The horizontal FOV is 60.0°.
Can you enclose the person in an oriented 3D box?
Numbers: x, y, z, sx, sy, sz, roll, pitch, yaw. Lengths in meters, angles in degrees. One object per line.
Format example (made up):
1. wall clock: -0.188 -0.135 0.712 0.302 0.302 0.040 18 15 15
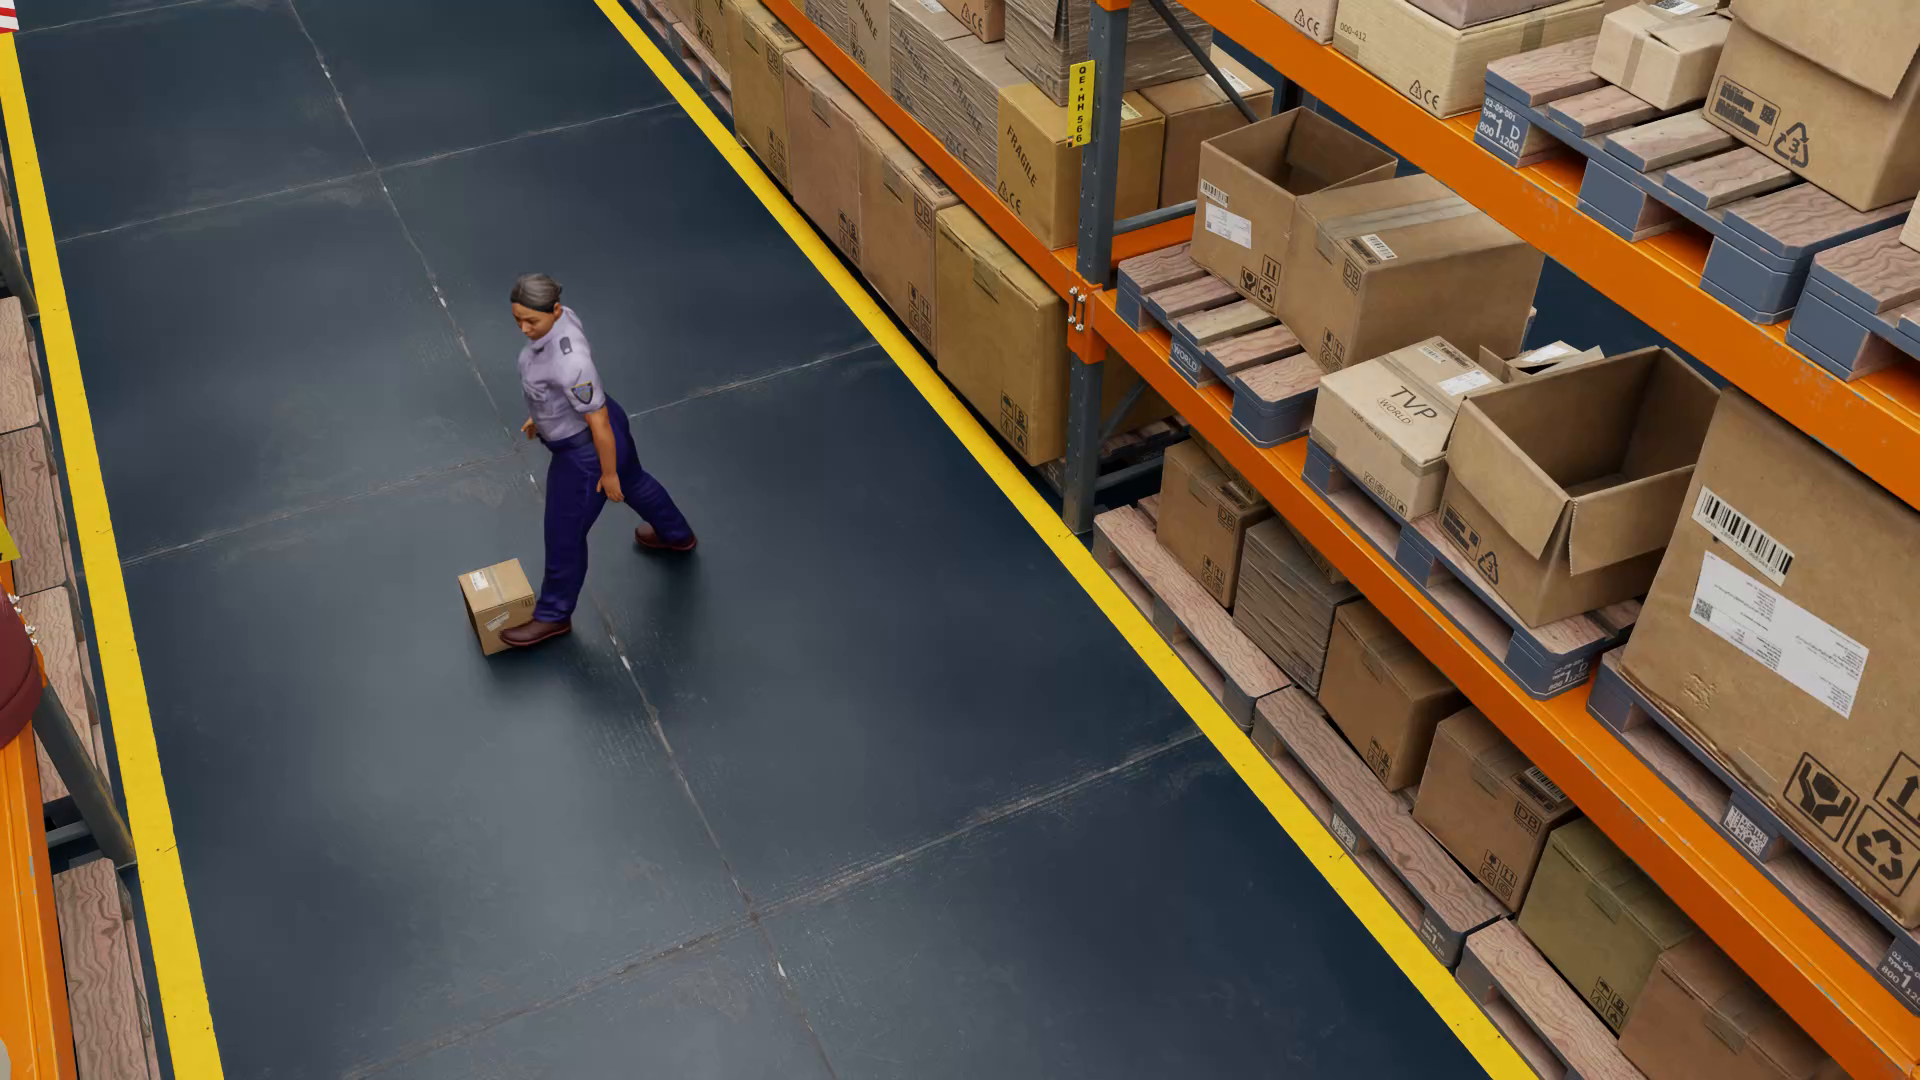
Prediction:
1. person: -1.538 -0.395 6.618 0.858 1.607 0.646 -9 42 -10
